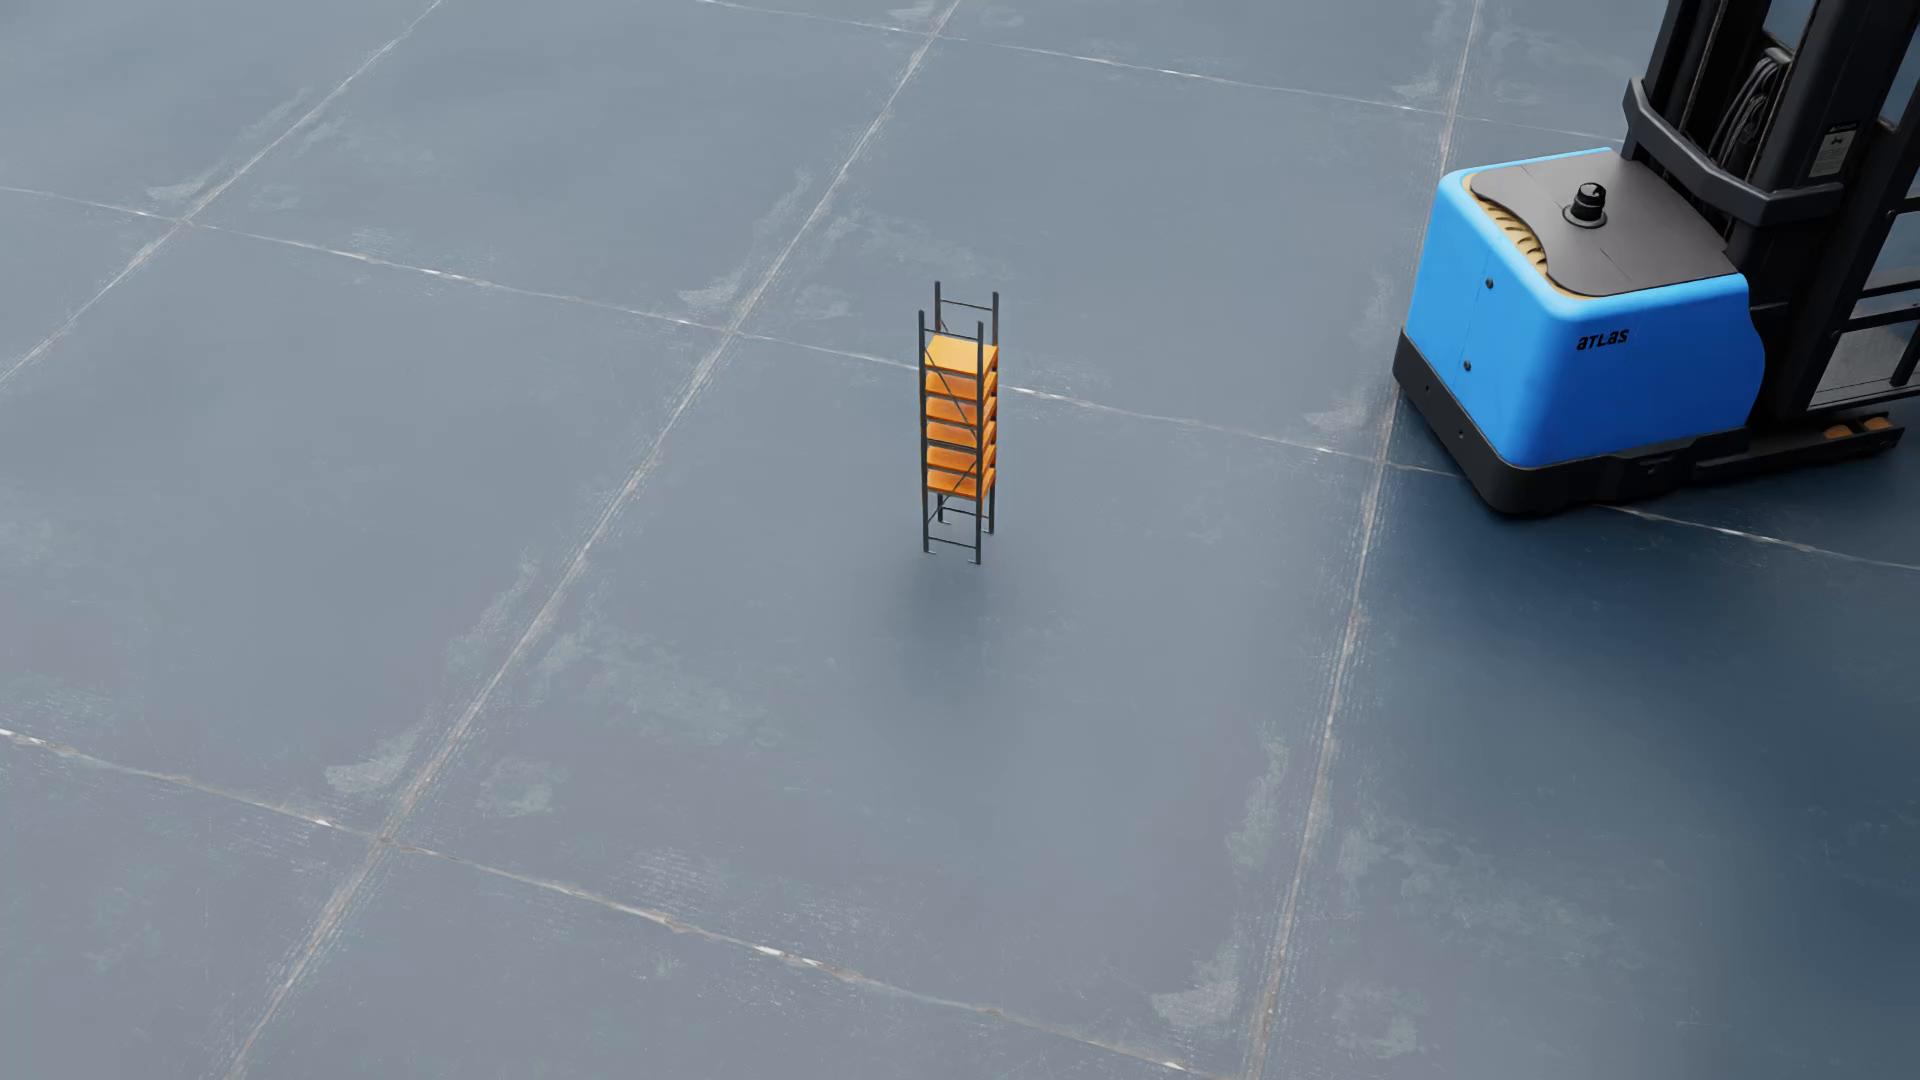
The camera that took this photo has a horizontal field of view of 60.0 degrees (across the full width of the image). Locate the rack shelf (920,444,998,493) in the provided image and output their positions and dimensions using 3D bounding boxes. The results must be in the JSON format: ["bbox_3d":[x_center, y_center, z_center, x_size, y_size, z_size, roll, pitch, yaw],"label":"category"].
[{"bbox_3d":[-0.004,-0.302,6.436,0.258,0.103,0.180,13,46,12],"label":"rack shelf"}]

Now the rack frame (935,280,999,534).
[{"bbox_3d":[0.023,-0.480,6.383,0.240,1.200,0.006,13,46,12],"label":"rack frame"}]

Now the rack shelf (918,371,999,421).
[{"bbox_3d":[-0.004,-0.559,6.184,0.258,0.103,0.180,13,46,12],"label":"rack shelf"}]

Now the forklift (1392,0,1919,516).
[{"bbox_3d":[3.501,-1.720,6.412,3.031,2.935,1.130,-11,45,-11],"label":"forklift"}]

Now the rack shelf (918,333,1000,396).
[{"bbox_3d":[-0.004,-0.645,6.100,0.258,0.103,0.180,13,46,12],"label":"rack shelf"}]

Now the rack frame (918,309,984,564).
[{"bbox_3d":[-0.032,-0.358,6.258,0.240,1.200,0.006,13,46,12],"label":"rack frame"}]

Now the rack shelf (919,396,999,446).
[{"bbox_3d":[-0.004,-0.473,6.268,0.258,0.103,0.180,13,46,12],"label":"rack shelf"}]

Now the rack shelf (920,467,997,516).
[{"bbox_3d":[-0.004,-0.216,6.519,0.258,0.103,0.180,13,46,12],"label":"rack shelf"}]

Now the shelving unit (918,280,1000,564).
[{"bbox_3d":[-0.004,-0.419,6.321,0.258,1.200,0.189,13,46,12],"label":"shelving unit"}]

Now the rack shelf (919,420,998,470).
[{"bbox_3d":[-0.004,-0.387,6.352,0.258,0.103,0.180,13,46,12],"label":"rack shelf"}]
